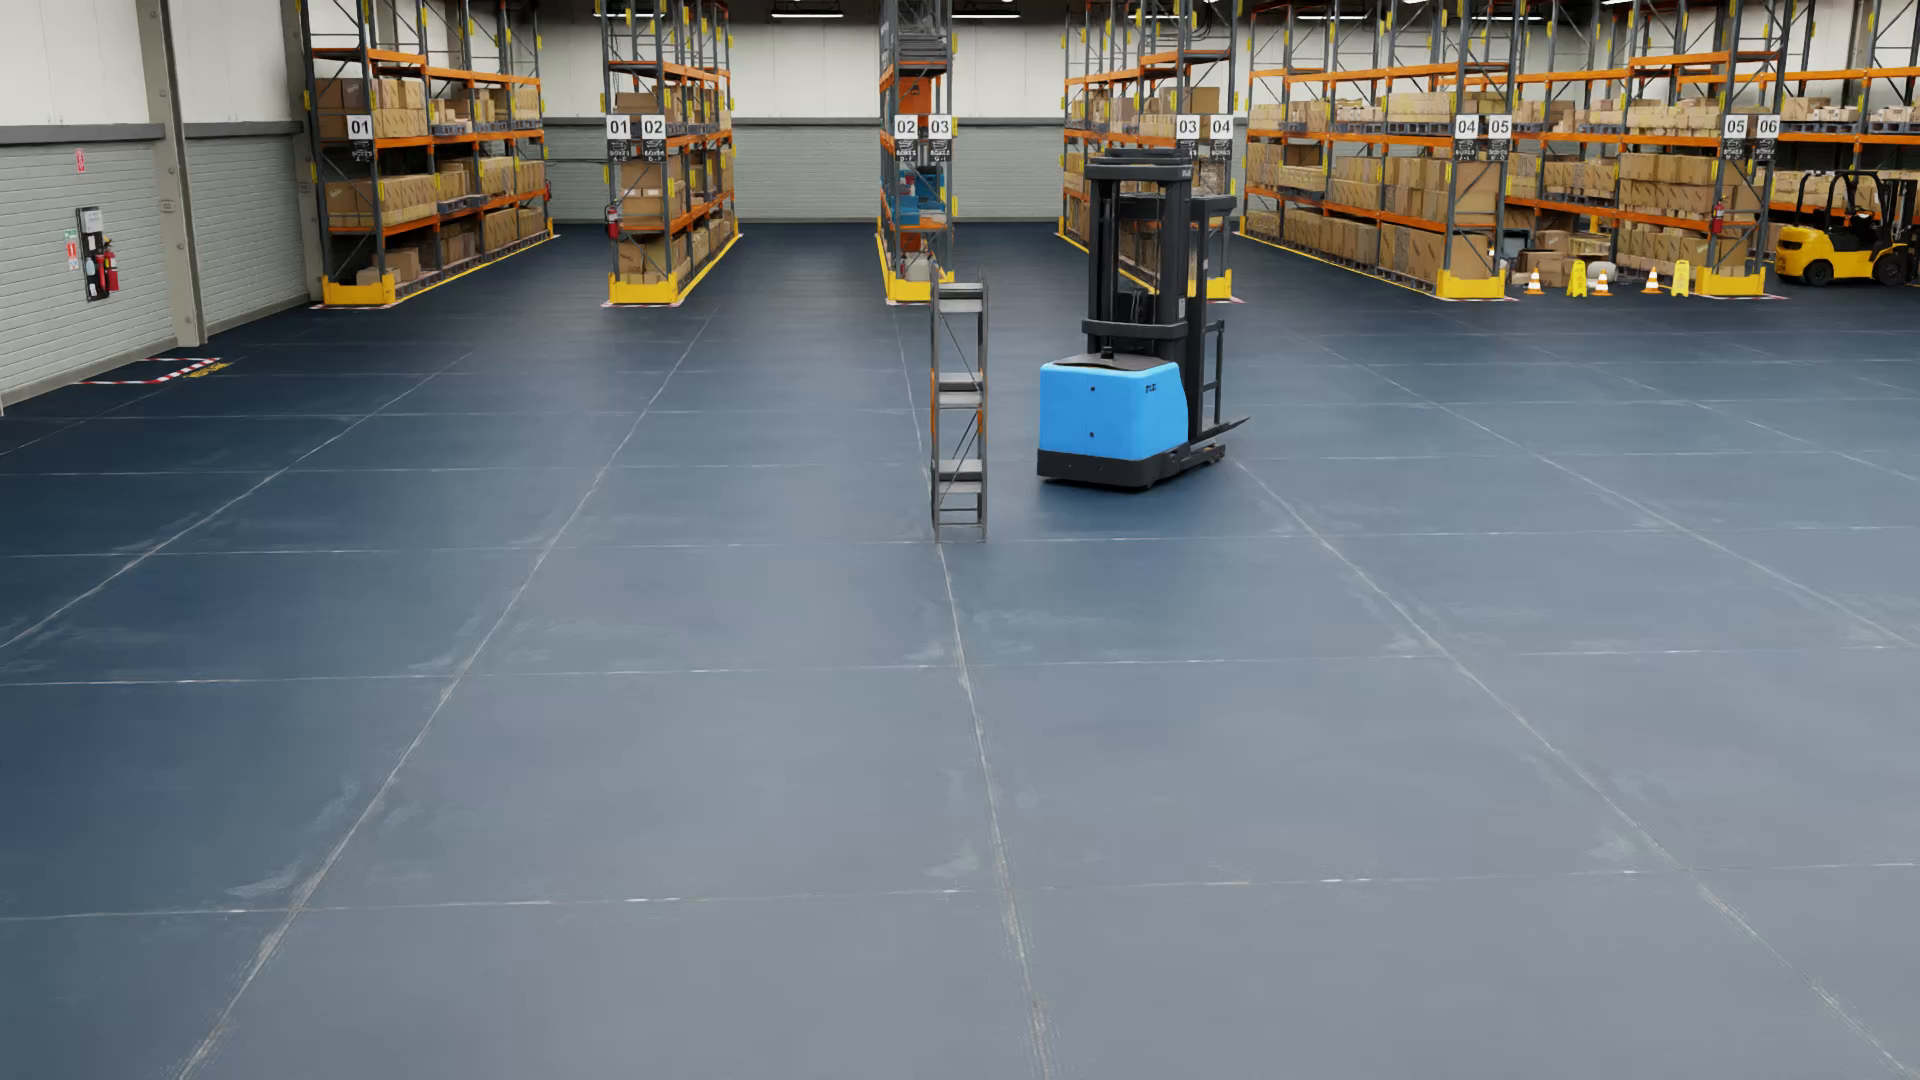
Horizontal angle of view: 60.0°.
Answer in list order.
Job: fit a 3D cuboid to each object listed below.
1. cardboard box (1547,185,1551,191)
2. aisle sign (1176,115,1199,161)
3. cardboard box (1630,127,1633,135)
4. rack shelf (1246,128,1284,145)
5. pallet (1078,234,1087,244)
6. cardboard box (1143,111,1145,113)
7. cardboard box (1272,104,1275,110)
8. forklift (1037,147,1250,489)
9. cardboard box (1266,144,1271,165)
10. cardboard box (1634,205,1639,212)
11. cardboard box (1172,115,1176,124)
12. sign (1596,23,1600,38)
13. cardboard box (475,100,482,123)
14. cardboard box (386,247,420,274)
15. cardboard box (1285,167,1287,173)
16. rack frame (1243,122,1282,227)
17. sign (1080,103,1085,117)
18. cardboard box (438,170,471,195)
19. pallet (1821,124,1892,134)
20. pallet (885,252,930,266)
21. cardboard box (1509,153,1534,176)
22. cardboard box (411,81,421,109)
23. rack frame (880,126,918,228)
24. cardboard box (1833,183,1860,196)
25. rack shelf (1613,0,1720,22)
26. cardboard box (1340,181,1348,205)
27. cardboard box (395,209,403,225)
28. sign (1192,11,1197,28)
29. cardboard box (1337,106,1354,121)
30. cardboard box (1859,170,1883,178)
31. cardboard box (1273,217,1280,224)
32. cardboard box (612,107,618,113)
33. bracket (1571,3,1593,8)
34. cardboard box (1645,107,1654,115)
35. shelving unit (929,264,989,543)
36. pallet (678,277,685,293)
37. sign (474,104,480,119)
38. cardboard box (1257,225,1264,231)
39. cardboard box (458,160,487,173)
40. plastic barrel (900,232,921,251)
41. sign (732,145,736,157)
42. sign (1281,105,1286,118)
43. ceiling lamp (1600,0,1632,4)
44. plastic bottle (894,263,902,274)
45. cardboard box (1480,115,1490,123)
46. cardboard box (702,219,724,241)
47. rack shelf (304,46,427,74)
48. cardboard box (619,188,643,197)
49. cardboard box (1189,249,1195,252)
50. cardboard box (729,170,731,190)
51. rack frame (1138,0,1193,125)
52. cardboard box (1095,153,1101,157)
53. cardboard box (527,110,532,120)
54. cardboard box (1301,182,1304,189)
[{"bbox_3d":[13.529,-7.967,37.632,0.380,0.149,0.250,-2,15,-7],"label":"cardboard box"},{"bbox_3d":[4.004,-7.065,29.249,0.394,0.787,0.004,-1,14,-3],"label":"aisle sign"},{"bbox_3d":[13.715,-8.223,33.450,0.380,0.149,0.250,-1,14,-4],"label":"cardboard box"},{"bbox_3d":[8.389,-10.464,43.099,1.077,0.370,4.000,-1,14,-3],"label":"rack shelf"},{"bbox_3d":[3.587,-7.651,42.338,1.003,0.211,1.213,-1,14,-3],"label":"pallet"},{"bbox_3d":[3.893,-8.644,34.011,0.396,0.266,0.258,0,14,-1],"label":"cardboard box"},{"bbox_3d":[8.148,-11.010,42.276,0.380,0.149,0.250,-1,15,-6],"label":"cardboard box"},{"bbox_3d":[1.897,-2.191,15.659,1.130,2.935,3.031,9,17,30],"label":"forklift"},{"bbox_3d":[8.159,-9.908,42.709,0.500,0.500,0.500,-1,14,-2],"label":"cardboard box"},{"bbox_3d":[13.756,-6.642,33.324,0.380,0.149,0.250,-1,14,-4],"label":"cardboard box"},{"bbox_3d":[3.971,-7.464,29.496,0.380,0.149,0.250,-1,14,-3],"label":"cardboard box"},{"bbox_3d":[14.236,-11.376,37.147,0.100,0.325,0.005,-1,14,-3],"label":"sign"},{"bbox_3d":[-11.222,-9.689,37.561,0.700,0.500,0.500,0,14,-1],"label":"cardboard box"},{"bbox_3d":[-10.676,-5.337,31.882,0.500,0.500,0.500,-2,15,-8],"label":"cardboard box"},{"bbox_3d":[8.114,-8.994,40.430,0.380,0.149,0.250,-1,14,-3],"label":"cardboard box"},{"bbox_3d":[8.265,-9.857,45.317,1.000,3.000,0.127,-1,14,-3],"label":"rack frame"},{"bbox_3d":[3.002,-10.543,40.768,0.100,0.325,0.005,-1,14,-3],"label":"sign"},{"bbox_3d":[-10.989,-7.731,35.971,0.700,0.500,0.500,-3,15,-10],"label":"cardboard box"},{"bbox_3d":[18.829,-8.631,34.916,0.805,0.209,1.217,-1,15,-6],"label":"pallet"},{"bbox_3d":[-1.131,-6.196,36.683,1.003,0.211,1.213,-1,14,-3],"label":"pallet"},{"bbox_3d":[13.337,-8.877,39.302,0.500,0.500,0.500,-1,14,-3],"label":"cardboard box"},{"bbox_3d":[-10.434,-8.329,31.113,0.500,0.500,0.500,0,14,0],"label":"cardboard box"},{"bbox_3d":[-1.635,-9.729,44.820,1.000,3.000,0.127,-1,14,-3],"label":"rack frame"},{"bbox_3d":[18.611,-7.339,34.829,0.500,0.250,0.500,-1,14,-5],"label":"cardboard box"},{"bbox_3d":[18.277,-13.705,43.008,1.077,0.370,4.000,-1,14,-3],"label":"rack shelf"},{"bbox_3d":[8.584,-7.548,36.143,0.500,0.500,0.500,-1,14,-3],"label":"cardboard box"},{"bbox_3d":[-10.292,-5.789,29.768,0.500,0.250,0.500,-1,14,-5],"label":"cardboard box"},{"bbox_3d":[4.594,-10.221,32.659,0.100,0.325,0.005,-1,14,-3],"label":"sign"},{"bbox_3d":[8.586,-9.345,36.444,0.500,0.311,0.500,-1,14,-3],"label":"cardboard box"},{"bbox_3d":[18.620,-7.474,33.957,0.380,0.149,0.250,-1,14,-2],"label":"cardboard box"},{"bbox_3d":[8.175,-8.120,42.252,0.380,0.149,0.250,-1,14,-3],"label":"cardboard box"},{"bbox_3d":[-5.923,-7.608,29.733,0.500,0.250,0.500,-1,14,-3],"label":"cardboard box"},{"bbox_3d":[18.332,-16.162,50.558,0.076,0.066,5.218,-1,14,-3],"label":"bracket"},{"bbox_3d":[13.678,-8.412,32.585,0.380,0.149,0.250,-1,14,-4],"label":"cardboard box"},{"bbox_3d":[-0.010,-1.058,12.925,0.431,2.100,0.503,-1,14,-3],"label":"shelving unit"},{"bbox_3d":[-5.750,-4.816,31.321,1.003,0.211,1.213,-1,14,-3],"label":"pallet"},{"bbox_3d":[-10.486,-9.297,36.085,0.100,0.325,0.005,-1,14,-3],"label":"sign"},{"bbox_3d":[8.044,-8.228,43.866,0.380,0.149,0.250,-2,15,-6],"label":"cardboard box"},{"bbox_3d":[-10.800,-8.276,36.829,0.500,0.250,0.500,-1,14,-2],"label":"cardboard box"},{"bbox_3d":[-1.187,-7.013,37.777,0.600,0.830,0.708,-1,14,-3],"label":"plastic barrel"},{"bbox_3d":[-6.024,-10.371,44.356,0.100,0.325,0.005,-1,14,-3],"label":"sign"},{"bbox_3d":[7.971,-10.555,40.972,0.100,0.325,0.005,-1,14,-3],"label":"sign"},{"bbox_3d":[16.259,-14.531,39.729,0.800,3.185,2.000,-1,14,-3],"label":"ceiling lamp"},{"bbox_3d":[-1.184,-5.157,31.633,0.152,0.276,0.135,-1,14,-3],"label":"plastic bottle"},{"bbox_3d":[9.555,-7.551,29.795,0.380,0.149,0.250,-1,14,-3],"label":"cardboard box"},{"bbox_3d":[-6.015,-7.543,40.456,0.500,0.500,0.500,-1,14,-4],"label":"cardboard box"},{"bbox_3d":[-10.656,-8.650,30.035,1.077,0.370,4.000,-1,14,-3],"label":"rack shelf"},{"bbox_3d":[-5.802,-6.129,29.325,0.380,0.149,0.250,-1,14,-4],"label":"cardboard box"},{"bbox_3d":[4.186,-5.279,31.697,0.500,0.500,0.500,0,14,2],"label":"cardboard box"},{"bbox_3d":[-6.219,-9.342,43.113,0.500,0.500,0.500,-1,14,-3],"label":"cardboard box"},{"bbox_3d":[4.051,-9.727,32.770,1.000,3.000,0.127,-1,14,-3],"label":"rack frame"},{"bbox_3d":[3.635,-9.015,39.832,0.797,0.503,0.637,-1,14,-3],"label":"cardboard box"},{"bbox_3d":[-11.143,-10.771,42.108,0.500,0.250,0.500,-1,14,-5],"label":"cardboard box"},{"bbox_3d":[8.211,-8.319,39.002,0.380,0.149,0.250,-2,15,-6],"label":"cardboard box"}]
